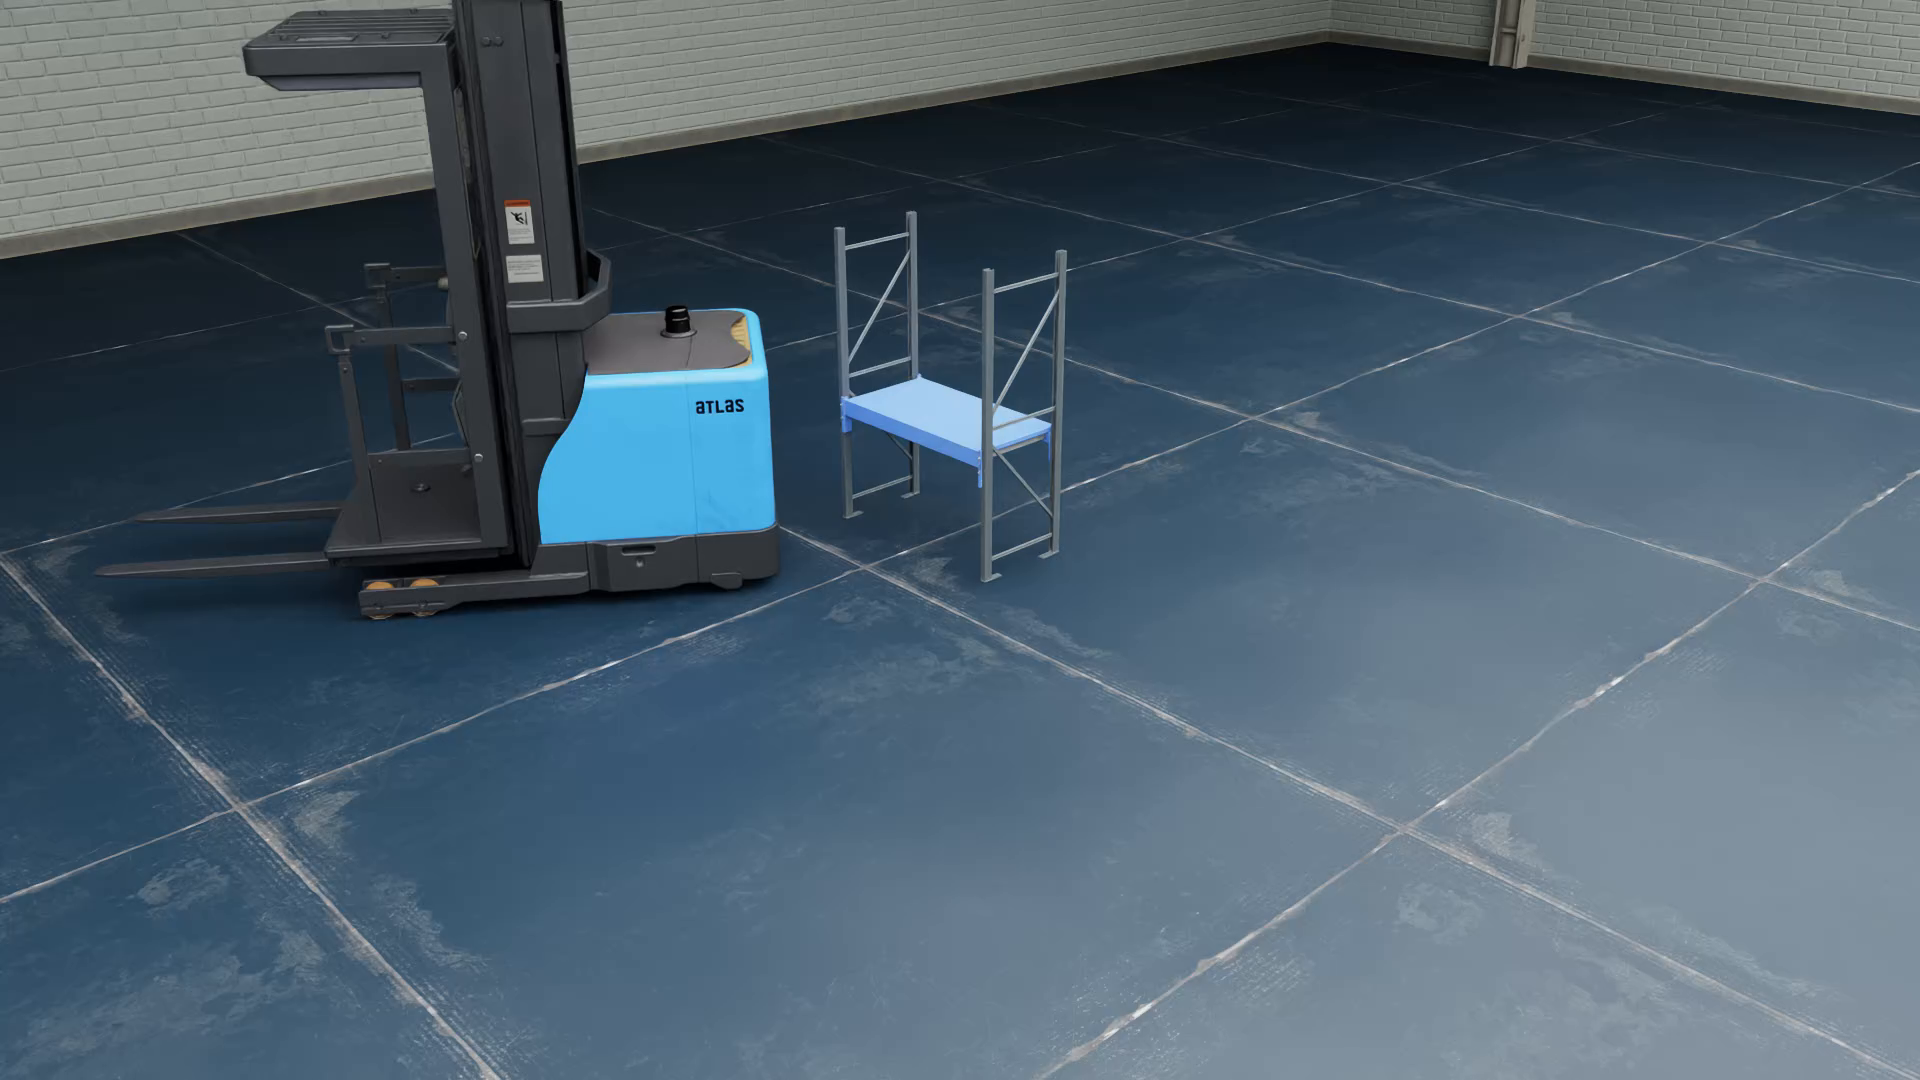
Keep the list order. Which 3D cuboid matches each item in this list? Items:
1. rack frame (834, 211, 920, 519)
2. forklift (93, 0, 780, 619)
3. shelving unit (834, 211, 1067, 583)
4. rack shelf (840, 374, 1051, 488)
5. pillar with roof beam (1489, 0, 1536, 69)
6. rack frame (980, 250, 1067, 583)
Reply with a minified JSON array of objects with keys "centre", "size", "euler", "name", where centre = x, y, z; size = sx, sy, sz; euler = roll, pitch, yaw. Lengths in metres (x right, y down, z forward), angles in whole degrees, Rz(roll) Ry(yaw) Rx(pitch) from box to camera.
[{"centre":[-0.406,-0.862,8.333],"size":[0.500,1.500,0.032],"euler":[-21,32,-38],"name":"rack frame"},{"centre":[-2.405,-1.212,7.376],"size":[3.031,2.935,1.130],"euler":[-4,25,-8],"name":"forklift"},{"centre":[-0.058,-0.708,7.995],"size":[0.538,1.500,1.048],"euler":[-21,32,-38],"name":"shelving unit"},{"centre":[-0.058,-0.545,8.070],"size":[0.538,0.185,1.000],"euler":[-21,32,-38],"name":"rack shelf"},{"centre":[4.110,-9.149,17.464],"size":[9.100,9.000,0.400],"euler":[-21,32,-38],"name":"pillar with roof beam"},{"centre":[0.289,-0.554,7.658],"size":[0.500,1.500,0.032],"euler":[-21,32,-38],"name":"rack frame"}]
